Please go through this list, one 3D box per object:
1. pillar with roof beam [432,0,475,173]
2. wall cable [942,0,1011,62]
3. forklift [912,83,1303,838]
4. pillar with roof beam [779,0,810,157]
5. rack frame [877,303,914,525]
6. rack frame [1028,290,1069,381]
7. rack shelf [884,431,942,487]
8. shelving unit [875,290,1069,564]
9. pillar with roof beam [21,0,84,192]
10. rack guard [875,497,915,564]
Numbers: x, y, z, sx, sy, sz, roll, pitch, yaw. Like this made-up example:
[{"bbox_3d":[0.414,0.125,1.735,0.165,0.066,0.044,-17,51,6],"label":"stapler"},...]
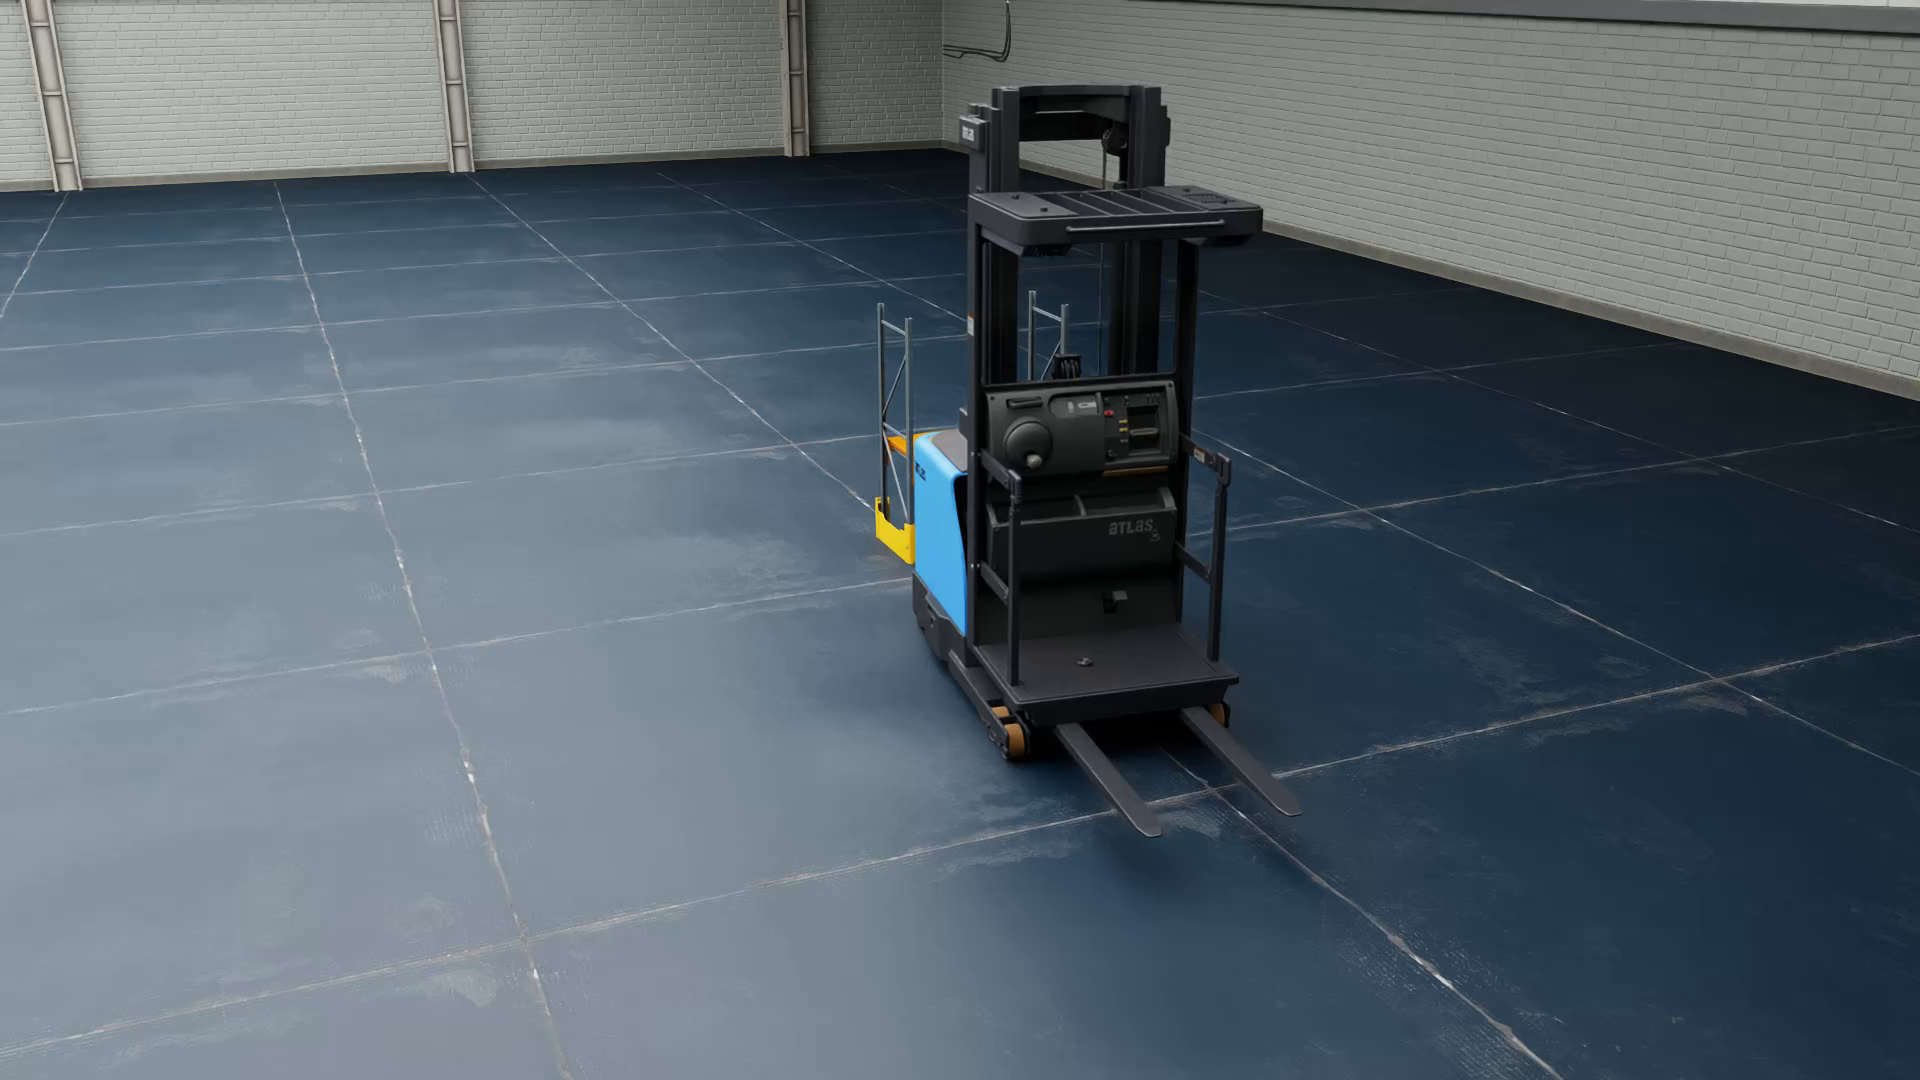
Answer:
[{"bbox_3d":[-6.813,-9.240,23.215,0.400,9.000,9.100,-8,21,-22],"label":"pillar with roof beam"},{"bbox_3d":[0.220,-9.862,29.656,0.112,2.526,3.097,-8,21,-22],"label":"wall cable"},{"bbox_3d":[0.640,-0.518,7.580,1.130,2.935,3.031,-6,20,-15],"label":"forklift"},{"bbox_3d":[-1.304,-10.029,25.456,0.400,9.000,9.100,-8,21,-22],"label":"pillar with roof beam"},{"bbox_3d":[-0.388,-0.652,10.115,0.032,1.500,0.500,-8,21,-22],"label":"rack frame"},{"bbox_3d":[0.545,-0.786,10.495,0.032,1.500,0.500,-8,21,-22],"label":"rack frame"},{"bbox_3d":[0.078,-0.549,10.365,1.000,0.185,0.538,-8,21,-22],"label":"rack shelf"},{"bbox_3d":[0.070,-0.717,10.301,1.083,1.500,0.587,-8,21,-22],"label":"shelving unit"},{"bbox_3d":[-12.322,-8.451,20.973,0.400,9.000,9.100,-8,21,-22],"label":"pillar with roof beam"},{"bbox_3d":[-0.387,-0.062,10.323,0.087,0.250,0.587,-8,21,-22],"label":"rack guard"}]
